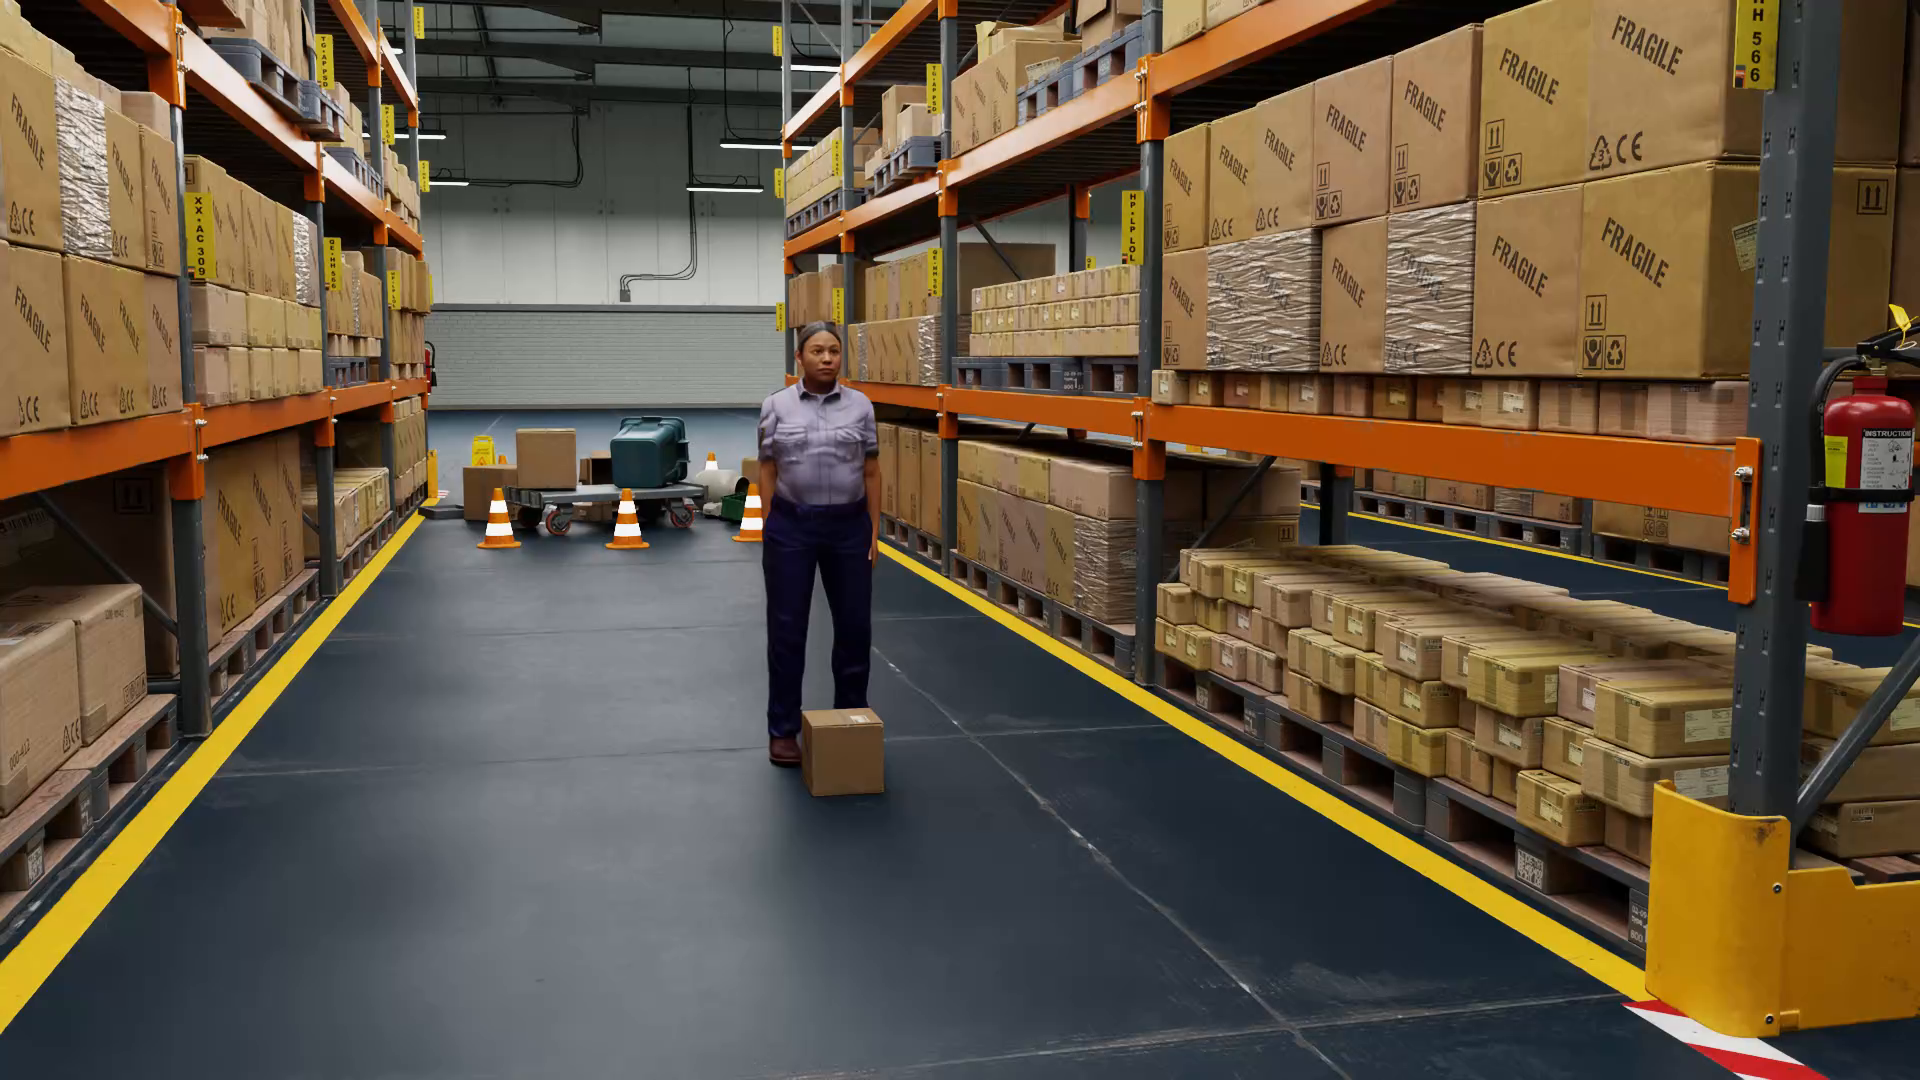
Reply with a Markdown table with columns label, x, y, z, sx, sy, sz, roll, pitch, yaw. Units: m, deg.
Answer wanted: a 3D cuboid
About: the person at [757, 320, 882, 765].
| label | x | y | z | sx | sy | sz | roll | pitch | yaw |
| --- | --- | --- | --- | --- | --- | --- | --- | --- | --- |
| person | -0.517 | 0.026 | 6.239 | 0.467 | 1.682 | 0.343 | -1 | 6 | -12 |
